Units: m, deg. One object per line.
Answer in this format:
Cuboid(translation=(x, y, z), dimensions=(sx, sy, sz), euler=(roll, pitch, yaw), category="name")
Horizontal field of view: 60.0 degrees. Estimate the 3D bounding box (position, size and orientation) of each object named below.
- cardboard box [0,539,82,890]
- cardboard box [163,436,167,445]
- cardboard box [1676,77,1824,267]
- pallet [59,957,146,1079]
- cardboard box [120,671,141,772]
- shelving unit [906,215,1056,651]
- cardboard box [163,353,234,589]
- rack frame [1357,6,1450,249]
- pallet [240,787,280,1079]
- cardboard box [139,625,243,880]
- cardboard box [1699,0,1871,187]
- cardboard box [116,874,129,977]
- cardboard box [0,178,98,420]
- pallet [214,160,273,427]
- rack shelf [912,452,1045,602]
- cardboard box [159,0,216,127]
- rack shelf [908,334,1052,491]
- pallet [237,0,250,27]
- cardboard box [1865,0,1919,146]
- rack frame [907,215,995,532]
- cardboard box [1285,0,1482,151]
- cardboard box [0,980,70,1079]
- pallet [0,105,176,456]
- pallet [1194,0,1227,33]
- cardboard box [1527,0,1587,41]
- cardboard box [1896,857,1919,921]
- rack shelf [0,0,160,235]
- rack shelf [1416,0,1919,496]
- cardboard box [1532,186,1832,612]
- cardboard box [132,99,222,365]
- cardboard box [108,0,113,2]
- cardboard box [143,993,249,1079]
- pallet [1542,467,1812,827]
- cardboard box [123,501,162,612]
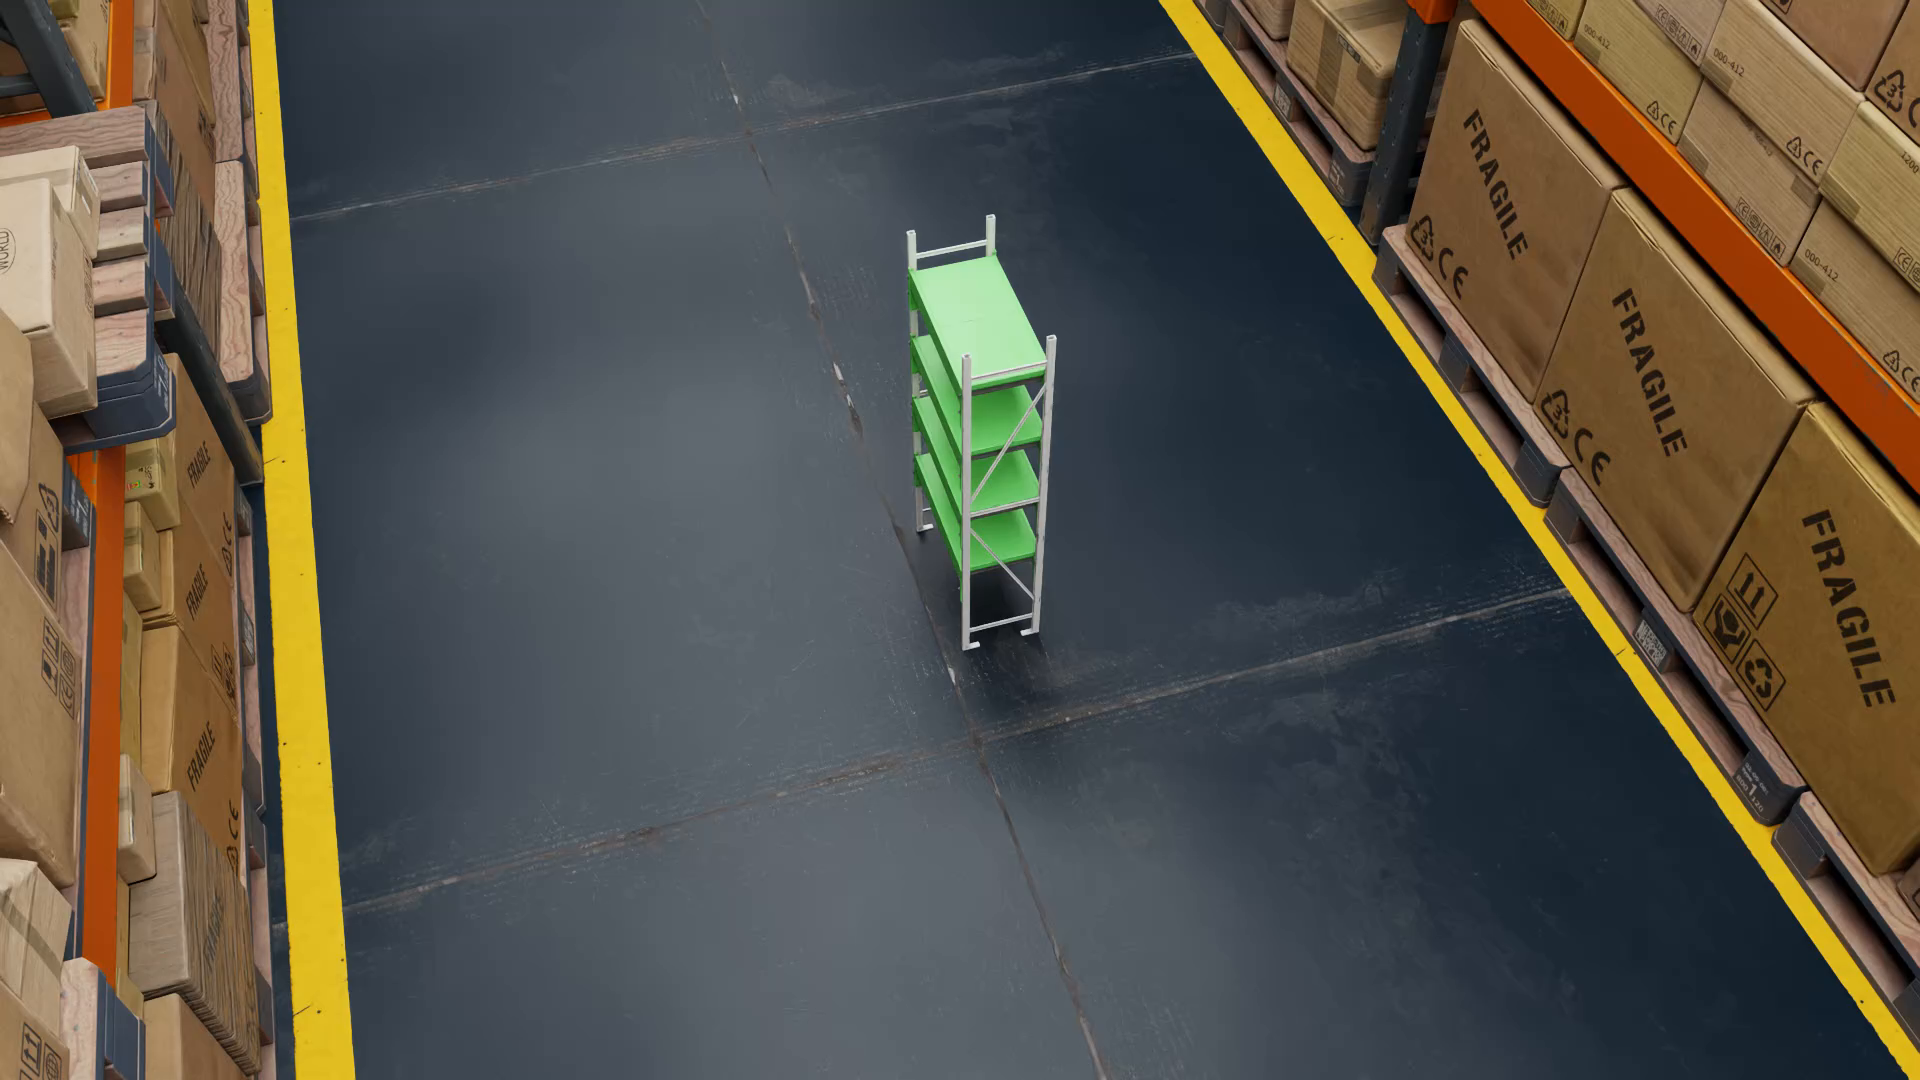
Cuboid(translation=(-1.888, 0.320, 2.679), dimensions=(0.700, 0.500, 0.500), euler=(-14, 51, -11), category="cardboard box")
Cuboid(translation=(-2.368, -0.314, 4.489), dimensions=(0.380, 0.149, 0.250), euler=(-16, 52, -13), category="cardboard box")
Cuboid(translation=(2.207, -0.986, 4.217), dimensions=(0.500, 0.250, 0.500), euler=(-12, 51, -10), category="cardboard box")
Cuboid(translation=(-1.705, 1.296, 2.321), dimensions=(1.003, 0.211, 1.213), euler=(-13, 51, -11), category="pallet")
Cuboid(translation=(-2.113, 0.466, 3.832), dimensions=(0.380, 0.149, 0.250), euler=(-14, 51, -12), category="cardboard box")
Cuboid(translation=(0.049, -0.266, 4.689), dimensions=(0.258, 1.200, 0.503), euler=(-13, 51, -11), category="shelving unit")
Cuboid(translation=(-2.426, -0.148, 4.773), dimensions=(0.500, 0.500, 0.500), euler=(-12, 51, -10), category="cardboard box")
Cuboid(translation=(1.984, -2.204, 5.146), dimensions=(1.000, 3.000, 0.127), euler=(-13, 51, -11), category="rack frame")
Cuboid(translation=(-2.214, 1.263, 4.047), dimensions=(1.003, 0.211, 1.213), euler=(-13, 51, -11), category="pallet")
Cuboid(translation=(-2.130, 0.601, 4.142), dimensions=(0.500, 0.500, 0.500), euler=(-11, 51, -9), category="cardboard box")
Cuboid(translation=(2.186, -1.146, 4.026), dimensions=(0.500, 0.250, 0.500), euler=(-13, 51, -11), category="cardboard box")
Cuboid(translation=(-1.979, 0.852, 3.506), dimensions=(0.380, 0.149, 0.250), euler=(-13, 51, -11), category="cardboard box")
Cuboid(translation=(-2.135, -0.469, 3.506), dimensions=(0.500, 0.250, 0.500), euler=(-15, 52, -13), category="cardboard box")
Cuboid(translation=(-2.962, -0.790, 5.778), dimensions=(1.003, 0.211, 1.213), euler=(-13, 51, -11), category="pallet")
Cuboid(translation=(0.049, -0.070, 4.922), dimensions=(0.258, 0.148, 0.480), euler=(-13, 51, -11), category="rack shelf")
Cuboid(translation=(-3.328, -1.875, 6.147), dimensions=(0.875, 0.625, 0.625), euler=(-15, 52, -12), category="cardboard box")
Cuboid(translation=(0.049, -0.379, 4.555), dimensions=(0.258, 0.148, 0.480), euler=(-13, 51, -11), category="rack shelf")
Cuboid(translation=(-3.684, -2.572, 7.280), dimensions=(1.003, 0.211, 1.213), euler=(-13, 51, -11), category="pallet")
Cuboid(translation=(2.337, -1.032, 3.439), dimensions=(0.500, 0.500, 0.500), euler=(-13, 51, -10), category="cardboard box")
Cuboid(translation=(-0.023, -0.444, 4.840), dimensions=(0.240, 1.200, 0.015), euler=(-13, 51, -11), category="rack frame")
Cuboid(translation=(1.827, -1.907, 6.340), dimensions=(0.950, 0.372, 0.625), euler=(-16, 52, -13), category="cardboard box")
Cuboid(translation=(-1.656, 0.893, 2.195), dimensions=(0.700, 0.500, 0.500), euler=(-13, 51, -11), category="cardboard box")
Cuboid(translation=(-2.489, -0.538, 3.867), dimensions=(1.213, 0.211, 1.003), euler=(-13, 51, -11), category="pallet")
Cuboid(translation=(1.398, -2.766, 7.443), dimensions=(1.003, 0.211, 1.213), euler=(-13, 51, -11), category="pallet")
Cuboid(translation=(1.889, -1.741, 4.854), dimensions=(0.500, 0.250, 0.500), euler=(-14, 51, -12), category="cardboard box")
Cuboid(translation=(2.908, 0.832, 3.701), dimensions=(0.875, 0.875, 0.875), euler=(-12, 51, -10), category="cardboard box")
Cuboid(translation=(-3.348, -2.308, 5.704), dimensions=(1.077, 0.370, 4.000), euler=(-13, 51, -11), category="rack shelf")
Cuboid(translation=(2.576, -0.511, 4.190), dimensions=(1.077, 0.370, 4.000), euler=(-13, 51, -11), category="rack shelf")
Cuboid(translation=(2.369, -0.479, 4.807), dimensions=(0.875, 0.875, 0.875), euler=(-13, 51, -11), category="cardboard box")
Cuboid(translation=(-2.927, -0.907, 5.332), dimensions=(0.875, 0.625, 0.625), euler=(-12, 51, -10), category="cardboard box")
Cuboid(translation=(-2.798, -1.778, 4.885), dimensions=(0.500, 0.250, 0.500), euler=(-14, 51, -12), category="cardboard box")
Cuboid(translation=(-1.812, 1.357, 3.505), dimensions=(0.500, 0.500, 0.500), euler=(-15, 51, -12), category="cardboard box")
Cuboid(translation=(2.503, 0.177, 4.963), dimensions=(1.003, 0.211, 1.213), euler=(-13, 51, -11), category="pallet")
Cuboid(translation=(-2.222, 0.080, 4.156), dimensions=(0.380, 0.149, 0.250), euler=(-15, 51, -12), category="cardboard box")
